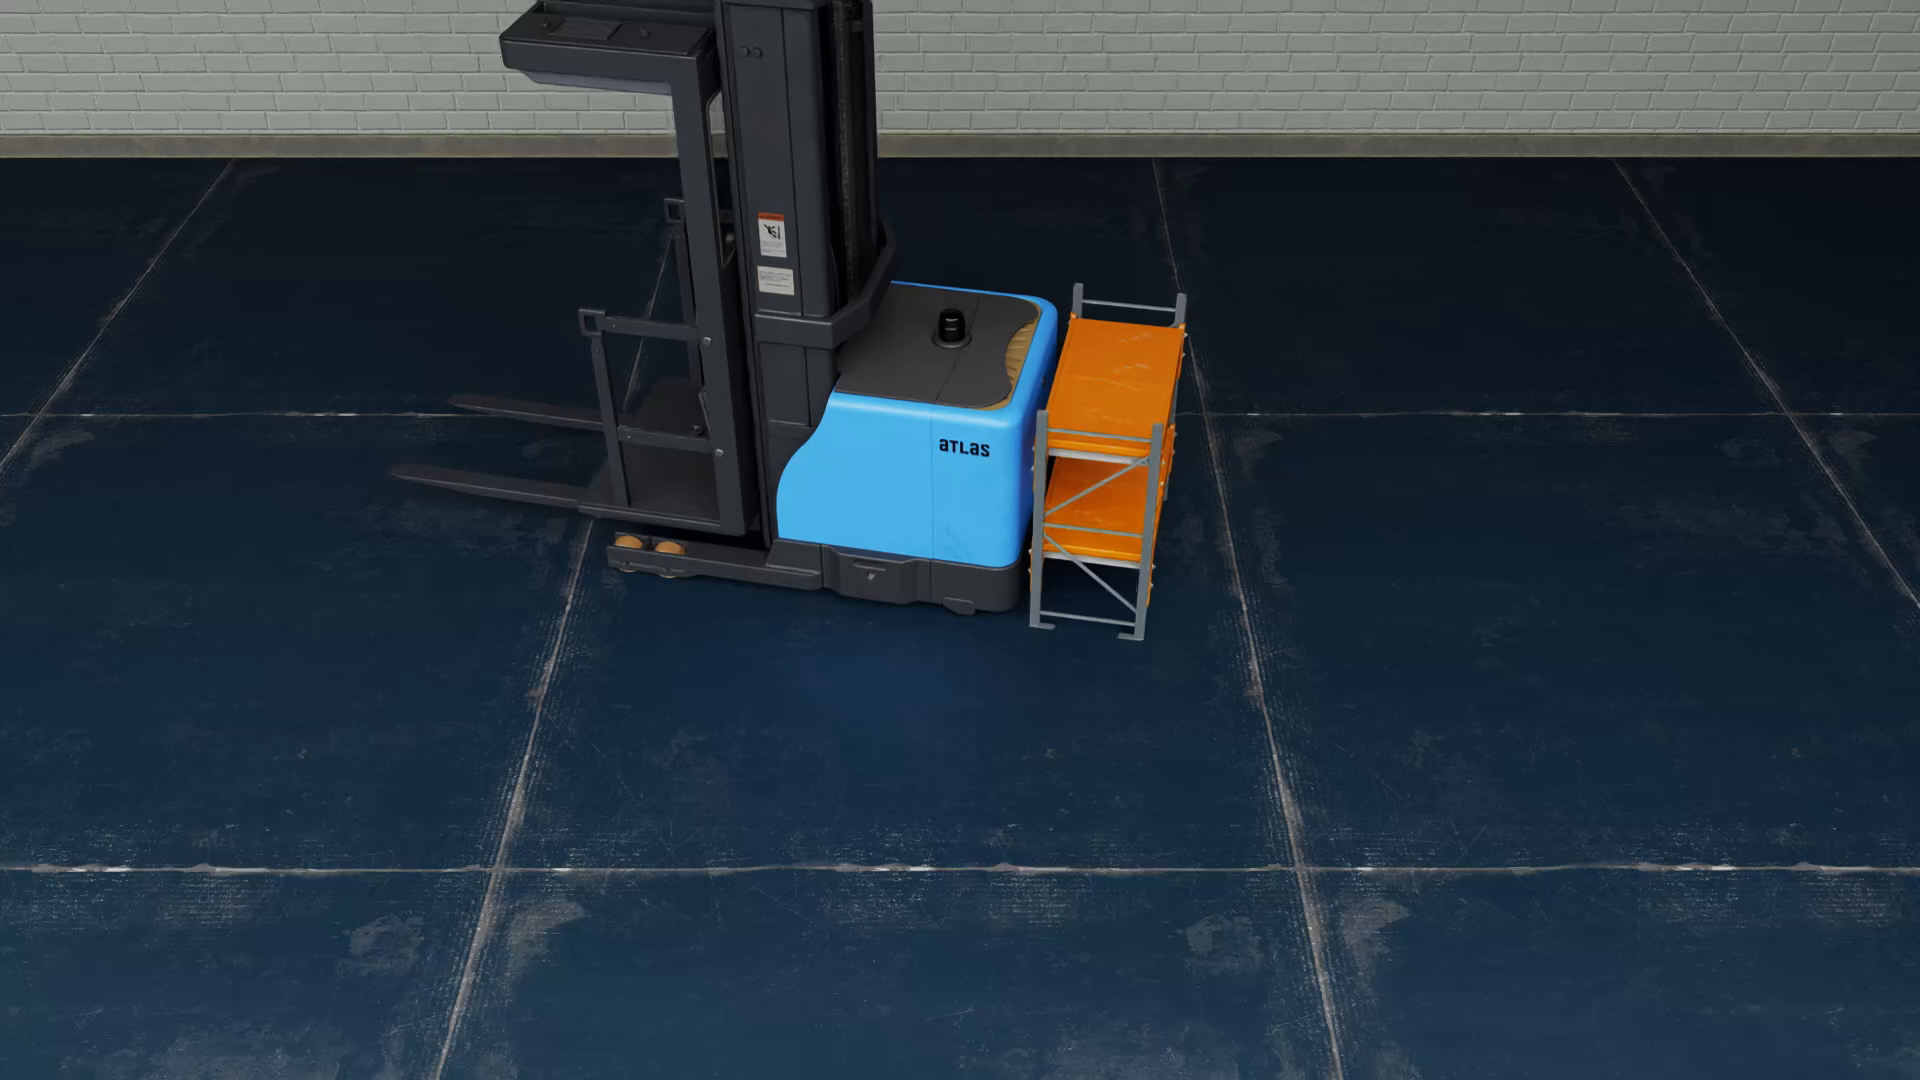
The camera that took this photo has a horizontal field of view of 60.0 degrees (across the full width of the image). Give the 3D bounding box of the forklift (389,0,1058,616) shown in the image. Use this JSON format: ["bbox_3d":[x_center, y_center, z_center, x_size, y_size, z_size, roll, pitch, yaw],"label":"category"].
[{"bbox_3d":[-1.125,-1.284,7.009,3.031,2.935,1.130,8,39,10],"label":"forklift"}]

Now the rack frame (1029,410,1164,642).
[{"bbox_3d":[0.552,-0.039,6.898,0.500,1.125,0.032,7,39,9],"label":"rack frame"}]

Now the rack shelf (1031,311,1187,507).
[{"bbox_3d":[0.650,-0.579,7.105,0.538,0.278,1.000,7,39,9],"label":"rack shelf"}]

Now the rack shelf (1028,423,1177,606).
[{"bbox_3d":[0.650,-0.160,7.441,0.538,0.278,1.000,7,39,9],"label":"rack shelf"}]

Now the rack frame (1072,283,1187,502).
[{"bbox_3d":[0.749,-0.662,7.677,0.500,1.125,0.032,7,39,9],"label":"rack frame"}]

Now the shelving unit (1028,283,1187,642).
[{"bbox_3d":[0.650,-0.350,7.288,0.538,1.125,1.048,7,39,9],"label":"shelving unit"}]
